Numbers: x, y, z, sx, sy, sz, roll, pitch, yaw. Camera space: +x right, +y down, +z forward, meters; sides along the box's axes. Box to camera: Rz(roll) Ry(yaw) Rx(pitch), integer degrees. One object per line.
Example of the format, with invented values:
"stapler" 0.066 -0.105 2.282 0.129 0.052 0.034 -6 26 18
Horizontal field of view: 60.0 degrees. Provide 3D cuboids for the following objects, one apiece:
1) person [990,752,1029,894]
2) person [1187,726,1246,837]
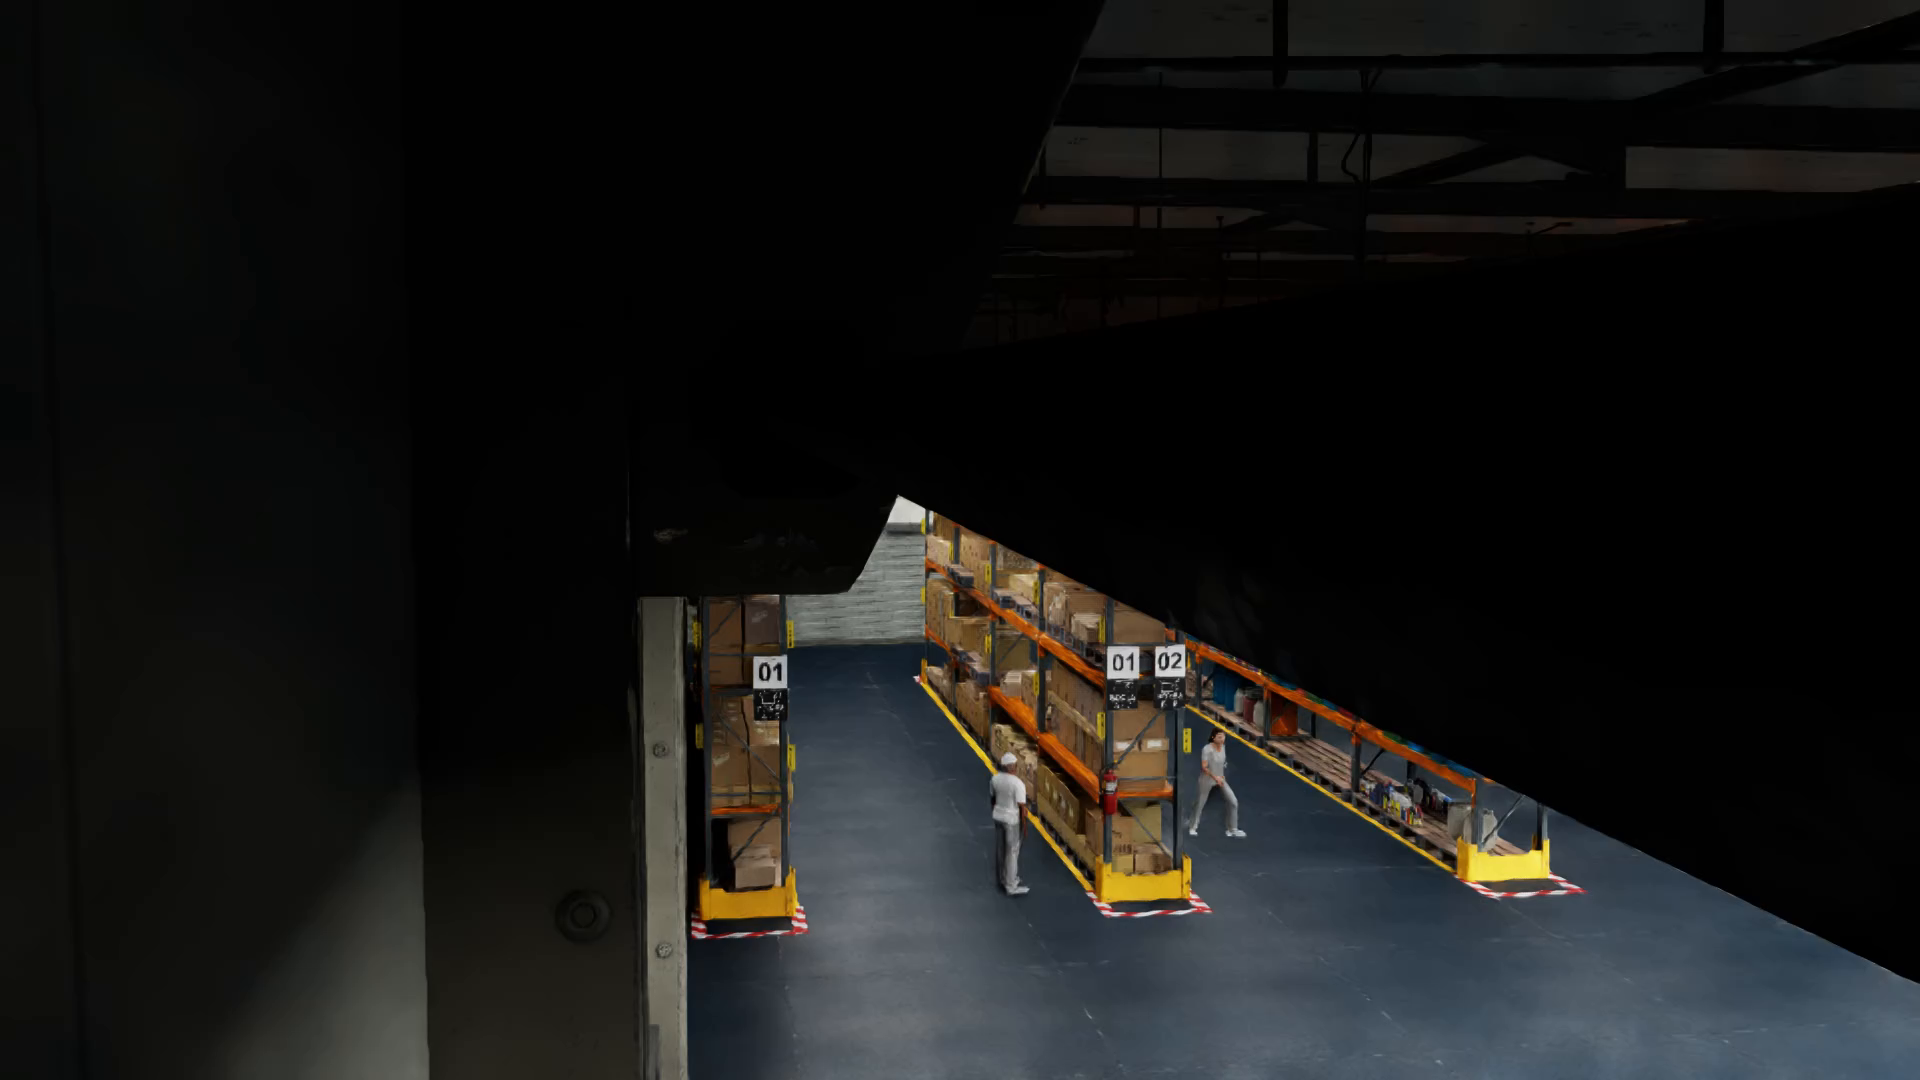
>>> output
"person" 0.658 3.573 21.180 0.447 1.762 0.632 -4 7 -41
"person" 3.624 3.442 23.735 0.609 1.591 0.790 -3 6 -29
